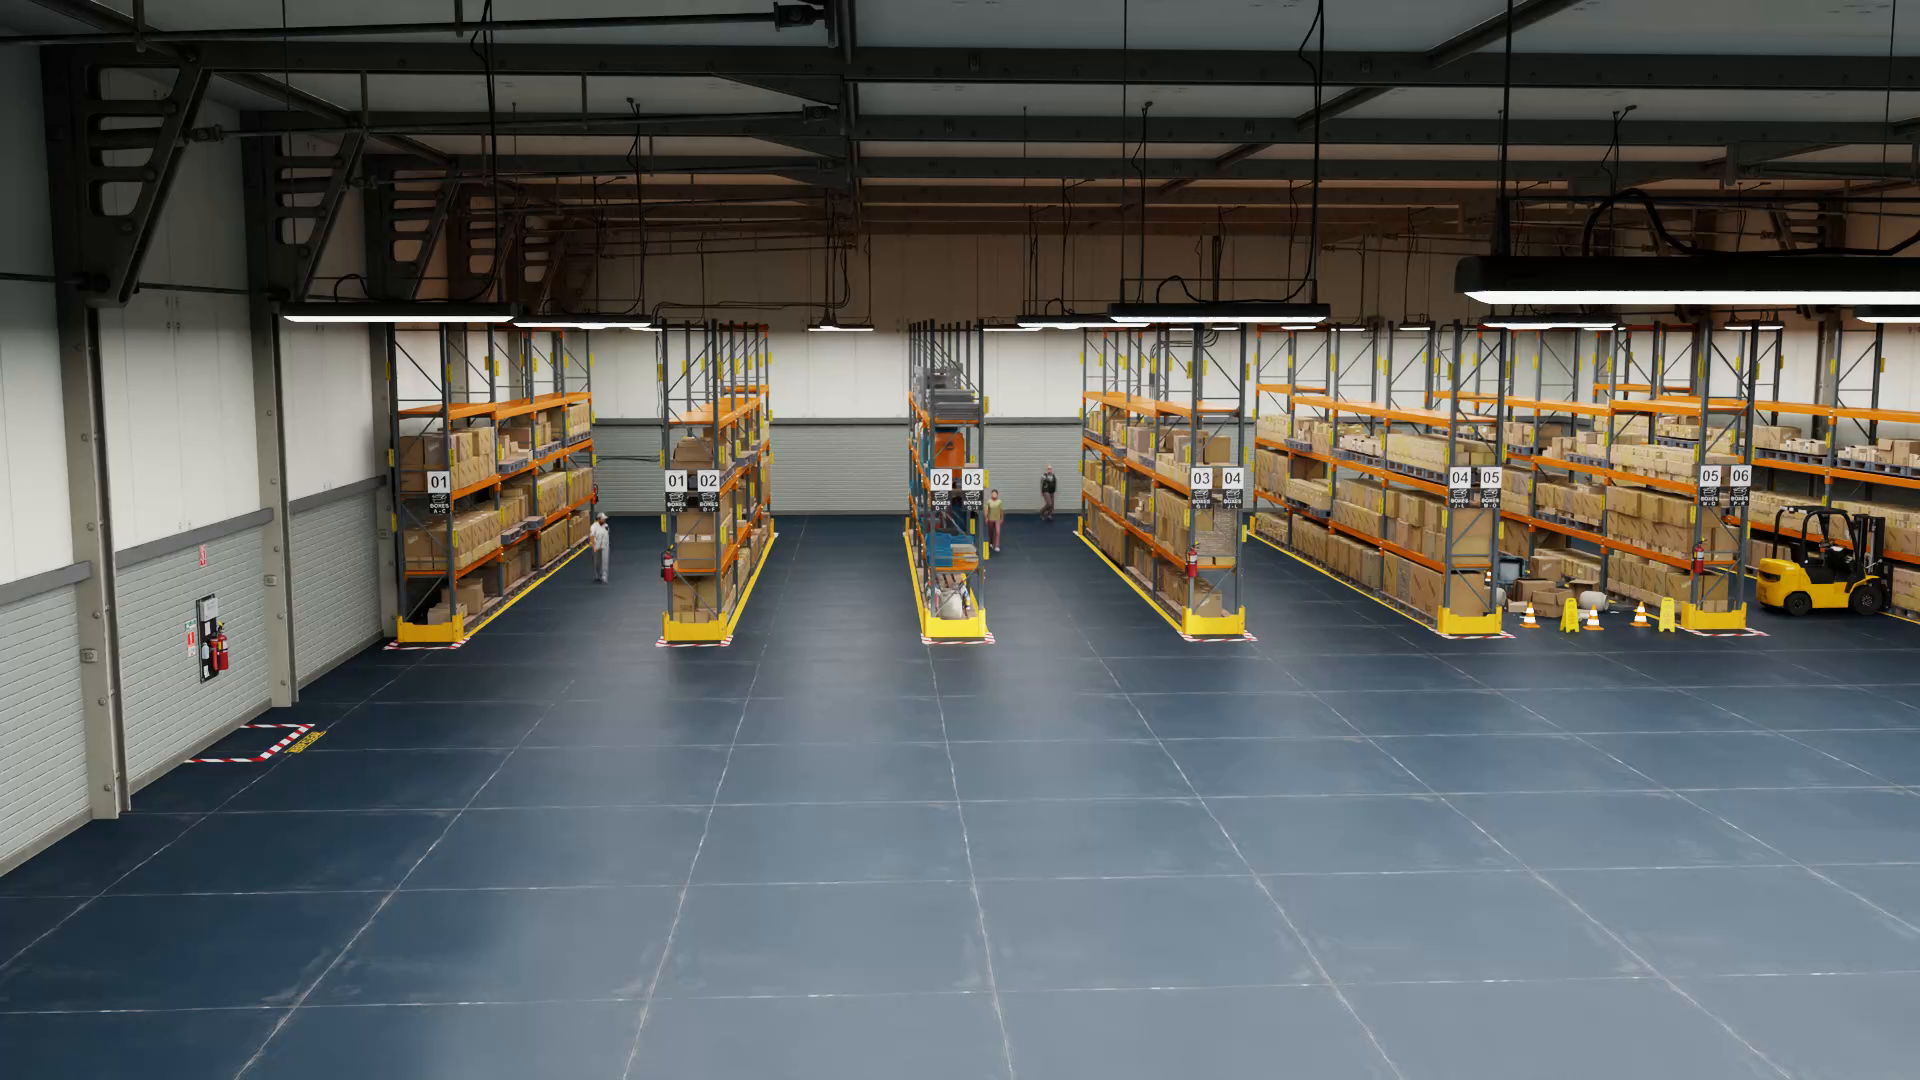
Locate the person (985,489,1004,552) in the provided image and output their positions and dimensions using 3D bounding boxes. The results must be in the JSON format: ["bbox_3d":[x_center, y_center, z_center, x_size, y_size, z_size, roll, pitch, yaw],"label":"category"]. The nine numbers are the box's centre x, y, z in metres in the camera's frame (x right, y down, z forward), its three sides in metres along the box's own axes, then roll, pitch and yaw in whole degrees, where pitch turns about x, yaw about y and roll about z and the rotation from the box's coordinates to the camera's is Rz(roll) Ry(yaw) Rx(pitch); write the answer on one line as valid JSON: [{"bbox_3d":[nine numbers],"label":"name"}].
[{"bbox_3d":[0.915,-0.406,44.128,0.507,1.378,1.014,0,7,1],"label":"person"}]

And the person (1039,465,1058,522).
[{"bbox_3d":[2.712,-1.421,50.778,0.495,1.715,0.531,6,9,40],"label":"person"}]

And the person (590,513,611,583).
[{"bbox_3d":[-8.312,0.174,38.494,0.469,1.622,0.978,-1,7,-9],"label":"person"}]

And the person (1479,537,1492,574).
[{"bbox_3d":[12.715,-0.072,39.901,0.423,1.771,0.591,2,7,19],"label":"person"}]
